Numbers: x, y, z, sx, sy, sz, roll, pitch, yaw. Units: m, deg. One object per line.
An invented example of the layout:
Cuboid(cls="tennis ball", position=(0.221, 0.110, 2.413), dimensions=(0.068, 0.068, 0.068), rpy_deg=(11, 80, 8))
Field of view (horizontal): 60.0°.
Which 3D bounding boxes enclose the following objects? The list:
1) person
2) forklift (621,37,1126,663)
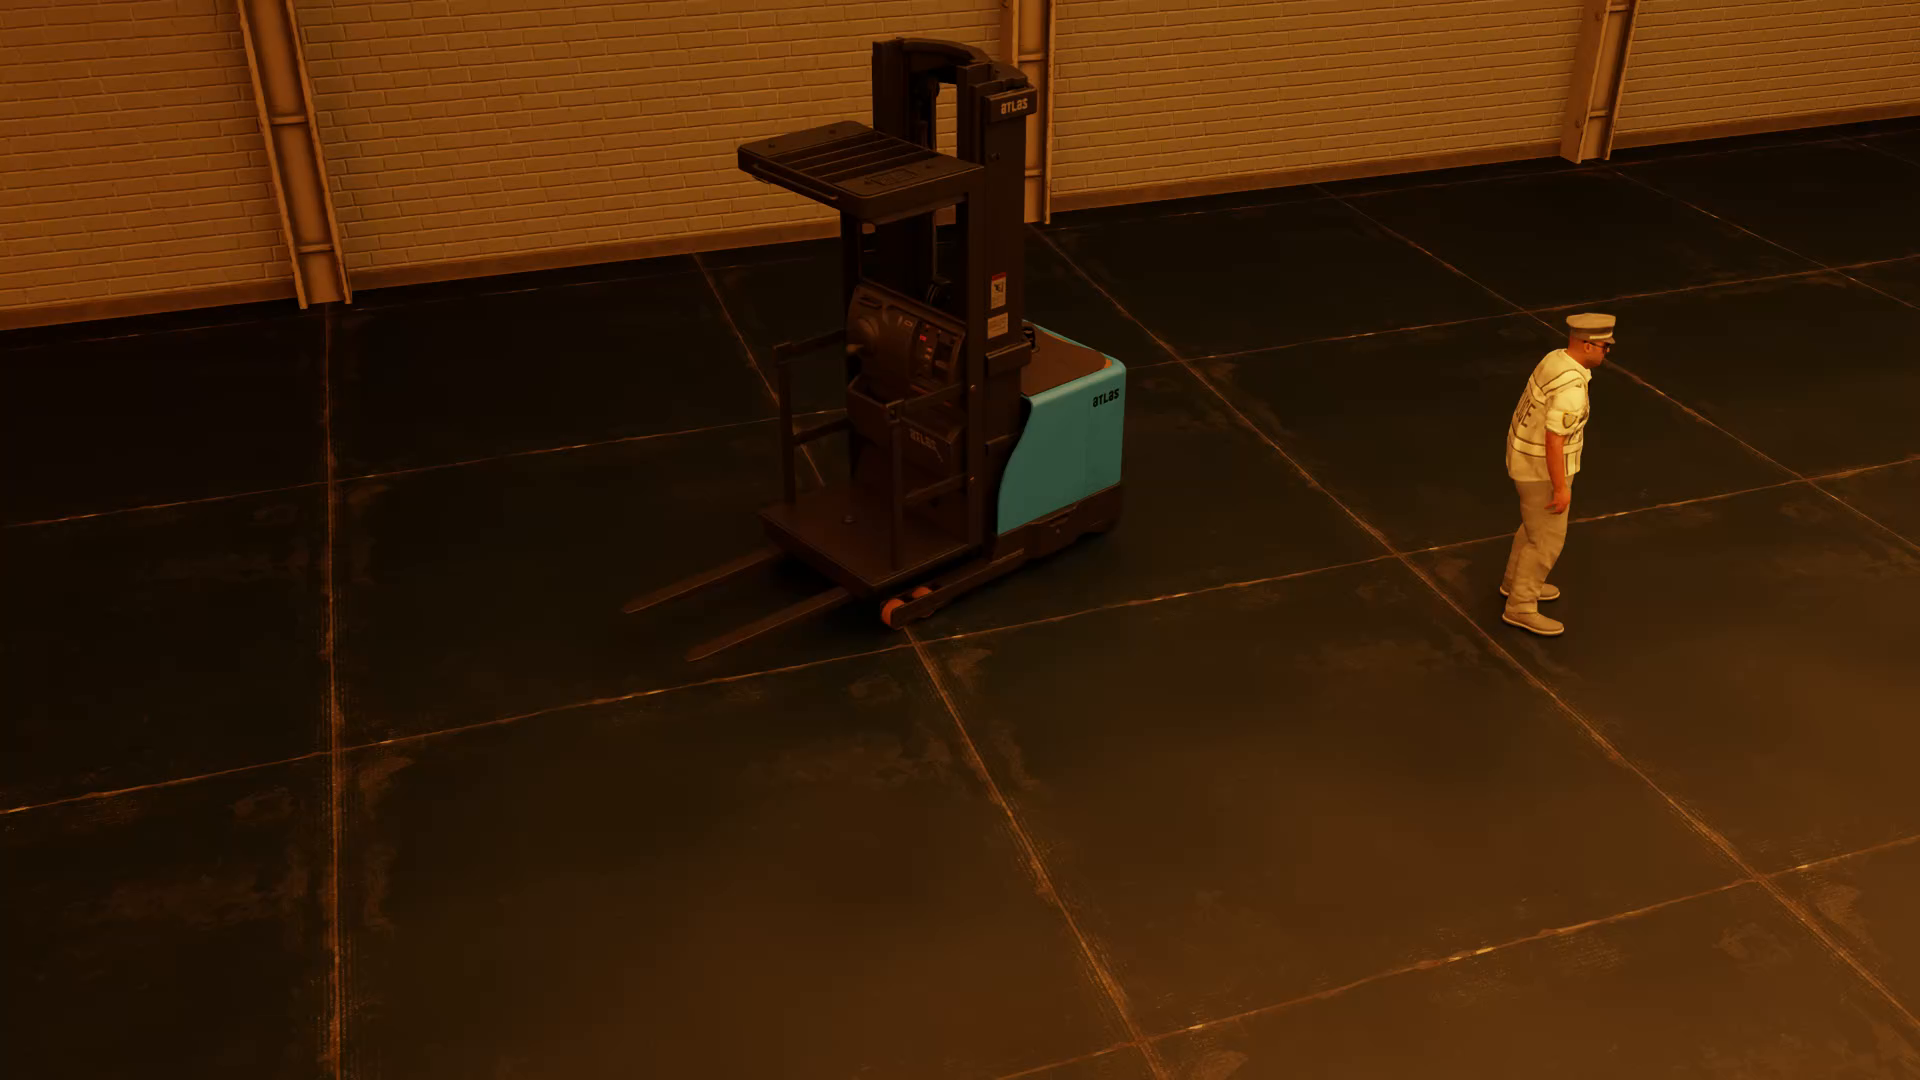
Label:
Cuboid(cls="person", position=(3.160, -0.384, 8.942), dimensions=(0.443, 1.745, 0.600), rpy_deg=(6, 30, 10))
Cuboid(cls="forklift", position=(-0.461, -1.072, 8.951), dimensions=(3.031, 2.935, 1.130), rpy_deg=(-23, 37, -34))
